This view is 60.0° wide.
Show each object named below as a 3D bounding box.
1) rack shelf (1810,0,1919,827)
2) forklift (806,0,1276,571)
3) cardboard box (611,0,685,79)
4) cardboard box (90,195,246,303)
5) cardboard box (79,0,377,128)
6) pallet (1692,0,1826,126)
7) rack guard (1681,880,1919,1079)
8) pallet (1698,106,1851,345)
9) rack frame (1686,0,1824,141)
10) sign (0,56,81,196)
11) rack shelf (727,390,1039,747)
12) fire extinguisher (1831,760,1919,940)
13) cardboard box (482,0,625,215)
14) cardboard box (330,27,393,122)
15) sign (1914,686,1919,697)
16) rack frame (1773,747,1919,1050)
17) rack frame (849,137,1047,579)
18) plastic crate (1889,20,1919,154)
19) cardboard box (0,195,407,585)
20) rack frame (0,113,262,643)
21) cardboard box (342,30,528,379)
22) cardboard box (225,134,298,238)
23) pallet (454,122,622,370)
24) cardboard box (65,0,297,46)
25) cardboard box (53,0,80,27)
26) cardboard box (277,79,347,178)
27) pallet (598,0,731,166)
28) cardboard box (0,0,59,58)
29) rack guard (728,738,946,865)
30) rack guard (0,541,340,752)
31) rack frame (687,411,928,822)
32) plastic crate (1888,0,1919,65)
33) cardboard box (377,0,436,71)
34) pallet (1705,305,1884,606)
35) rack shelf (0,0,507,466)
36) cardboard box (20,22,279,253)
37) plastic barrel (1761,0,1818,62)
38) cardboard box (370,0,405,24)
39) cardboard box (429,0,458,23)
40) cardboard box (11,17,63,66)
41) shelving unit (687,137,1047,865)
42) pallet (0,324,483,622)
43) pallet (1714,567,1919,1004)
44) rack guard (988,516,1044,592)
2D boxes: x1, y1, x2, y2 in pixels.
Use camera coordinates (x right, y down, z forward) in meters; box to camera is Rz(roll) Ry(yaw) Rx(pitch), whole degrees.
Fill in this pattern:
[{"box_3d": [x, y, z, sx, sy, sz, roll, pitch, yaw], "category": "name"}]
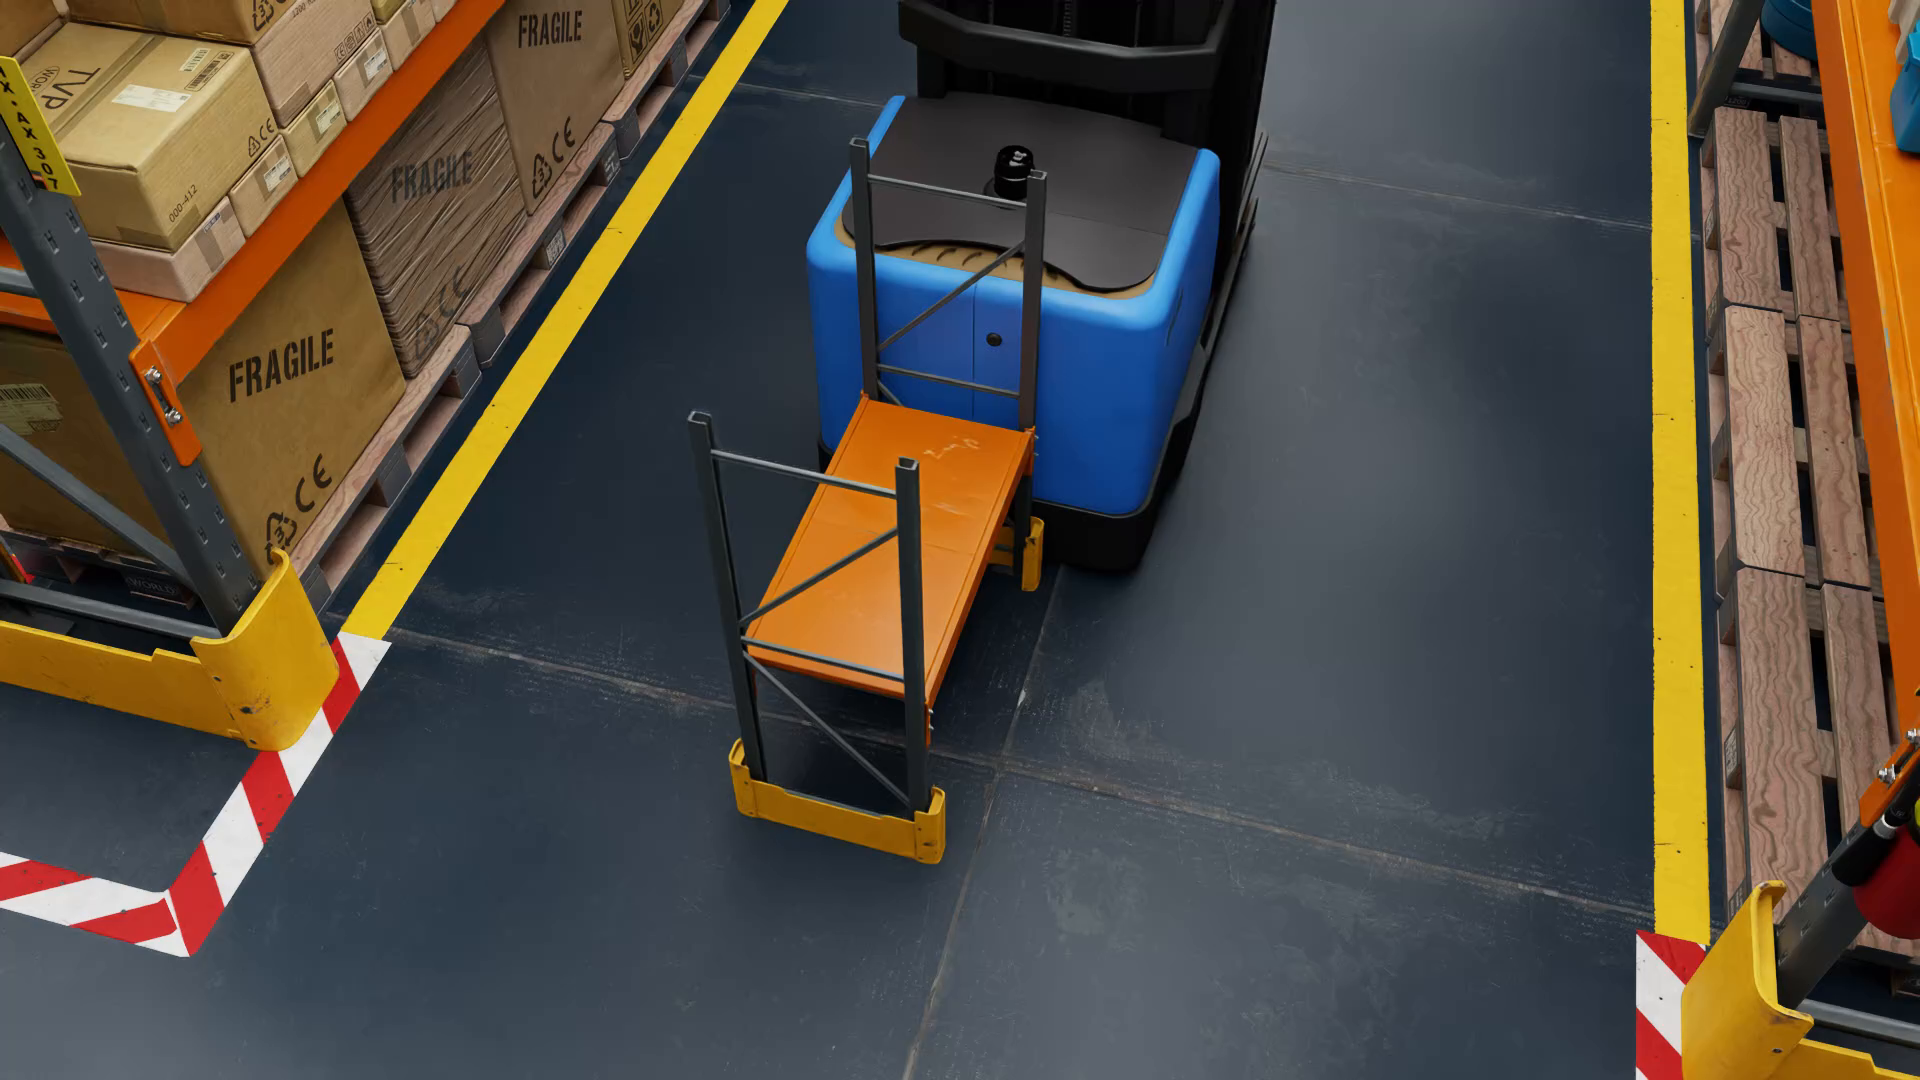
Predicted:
[{"box_3d": [2.890, -0.867, 4.495, 1.077, 0.370, 4.000, 12, 50, 10], "category": "rack shelf"}, {"box_3d": [0.476, -2.009, 5.068, 1.130, 2.935, 3.031, 13, 50, 11], "category": "forklift"}, {"box_3d": [-1.613, -2.504, 6.596, 0.875, 0.875, 0.875, 12, 50, 10], "category": "cardboard box"}, {"box_3d": [-2.003, -0.745, 4.074, 0.380, 0.149, 0.250, 12, 50, 10], "category": "cardboard box"}, {"box_3d": [-1.898, -1.356, 4.348, 0.500, 0.250, 0.500, 11, 49, 10], "category": "cardboard box"}, {"box_3d": [3.659, -2.179, 7.032, 1.003, 0.211, 1.213, 12, 50, 10], "category": "pallet"}, {"box_3d": [2.369, 1.188, 3.868, 1.175, 0.500, 0.348, 12, 50, 10], "category": "rack guard"}, {"box_3d": [3.260, -1.090, 6.071, 1.003, 0.211, 1.213, 12, 50, 10], "category": "pallet"}, {"box_3d": [3.416, -2.552, 5.502, 1.000, 3.000, 0.127, 12, 50, 10], "category": "rack frame"}, {"box_3d": [-1.881, -0.835, 3.356, 0.100, 0.325, 0.005, 12, 50, 10], "category": "sign"}, {"box_3d": [-0.179, 0.044, 4.451, 0.538, 0.185, 1.000, 13, 50, 11], "category": "rack shelf"}, {"box_3d": [1.885, 0.510, 3.100, 0.296, 0.674, 0.183, 12, 50, 10], "category": "fire extinguisher"}, {"box_3d": [-1.850, -1.853, 6.021, 0.875, 0.875, 0.875, 12, 50, 10], "category": "cardboard box"}, {"box_3d": [-1.803, -1.304, 4.568, 0.380, 0.149, 0.250, 11, 49, 9], "category": "cardboard box"}, {"box_3d": [1.828, 0.191, 2.972, 0.100, 0.325, 0.005, 12, 50, 10], "category": "sign"}, {"box_3d": [2.363, 0.341, 2.948, 1.000, 3.000, 0.127, 12, 50, 10], "category": "rack frame"}, {"box_3d": [-0.031, -0.440, 4.638, 0.500, 1.500, 0.032, 13, 50, 11], "category": "rack frame"}, {"box_3d": [2.656, -1.159, 4.344, 0.416, 0.233, 0.300, 12, 50, 10], "category": "plastic crate"}, {"box_3d": [-2.324, -0.551, 4.872, 0.875, 0.875, 0.875, 12, 50, 10], "category": "cardboard box"}, {"box_3d": [-2.415, -0.636, 3.811, 1.000, 3.000, 0.127, 12, 50, 10], "category": "rack frame"}, {"box_3d": [-2.084, -1.209, 5.453, 0.875, 0.875, 0.875, 12, 50, 10], "category": "cardboard box"}, {"box_3d": [-1.937, -0.930, 4.238, 0.380, 0.149, 0.250, 11, 49, 9], "category": "cardboard box"}, {"box_3d": [-1.957, -1.187, 6.157, 1.003, 0.211, 1.213, 12, 50, 10], "category": "pallet"}, {"box_3d": [-1.897, -1.588, 4.053, 0.500, 0.500, 0.500, 10, 49, 9], "category": "cardboard box"}, {"box_3d": [-2.409, -1.454, 4.435, 0.500, 0.250, 0.500, 11, 49, 9], "category": "cardboard box"}, {"box_3d": [-1.870, -1.116, 4.402, 0.380, 0.149, 0.250, 11, 49, 9], "category": "cardboard box"}, {"box_3d": [-1.638, -2.072, 6.938, 1.003, 0.211, 1.213, 12, 50, 10], "category": "pallet"}, {"box_3d": [-2.540, -1.337, 3.831, 0.500, 0.500, 0.500, 12, 50, 10], "category": "cardboard box"}, {"box_3d": [-0.326, 0.702, 4.464, 0.587, 0.250, 0.087, 13, 50, 11], "category": "rack guard"}, {"box_3d": [-2.421, 0.209, 4.733, 1.175, 0.500, 0.348, 12, 50, 10], "category": "rack guard"}, {"box_3d": [-0.327, 0.289, 3.994, 0.500, 1.500, 0.032, 13, 50, 11], "category": "rack frame"}, {"box_3d": [2.836, -1.464, 4.581, 0.437, 0.282, 0.530, 12, 50, 10], "category": "plastic crate"}, {"box_3d": [-1.735, -1.488, 4.730, 0.380, 0.149, 0.250, 11, 49, 9], "category": "cardboard box"}, {"box_3d": [2.941, -0.204, 5.290, 1.003, 0.211, 1.213, 12, 50, 10], "category": "pallet"}, {"box_3d": [-1.889, -1.845, 5.357, 1.077, 0.370, 4.000, 12, 50, 10], "category": "rack shelf"}, {"box_3d": [-2.028, -0.979, 4.015, 0.500, 0.250, 0.500, 10, 49, 9], "category": "cardboard box"}, {"box_3d": [3.576, -2.387, 6.475, 0.600, 0.901, 0.708, 12, 50, 10], "category": "plastic barrel"}, {"box_3d": [-1.762, -1.719, 4.668, 0.500, 0.250, 0.500, 10, 49, 9], "category": "cardboard box"}, {"box_3d": [-1.667, -1.675, 4.895, 0.380, 0.149, 0.250, 11, 50, 10], "category": "cardboard box"}, {"box_3d": [-2.544, -1.088, 4.111, 0.500, 0.250, 0.500, 11, 49, 9], "category": "cardboard box"}, {"box_3d": [-0.182, -0.069, 4.310, 0.587, 1.500, 1.083, 13, 50, 11], "category": "shelving unit"}, {"box_3d": [-2.280, -0.307, 5.380, 1.003, 0.211, 1.213, 12, 50, 10], "category": "pallet"}, {"box_3d": [2.618, 0.675, 4.513, 1.003, 0.211, 1.213, 12, 50, 10], "category": "pallet"}, {"box_3d": [-0.037, -0.012, 5.094, 0.587, 0.250, 0.087, 13, 50, 11], "category": "rack guard"}]
